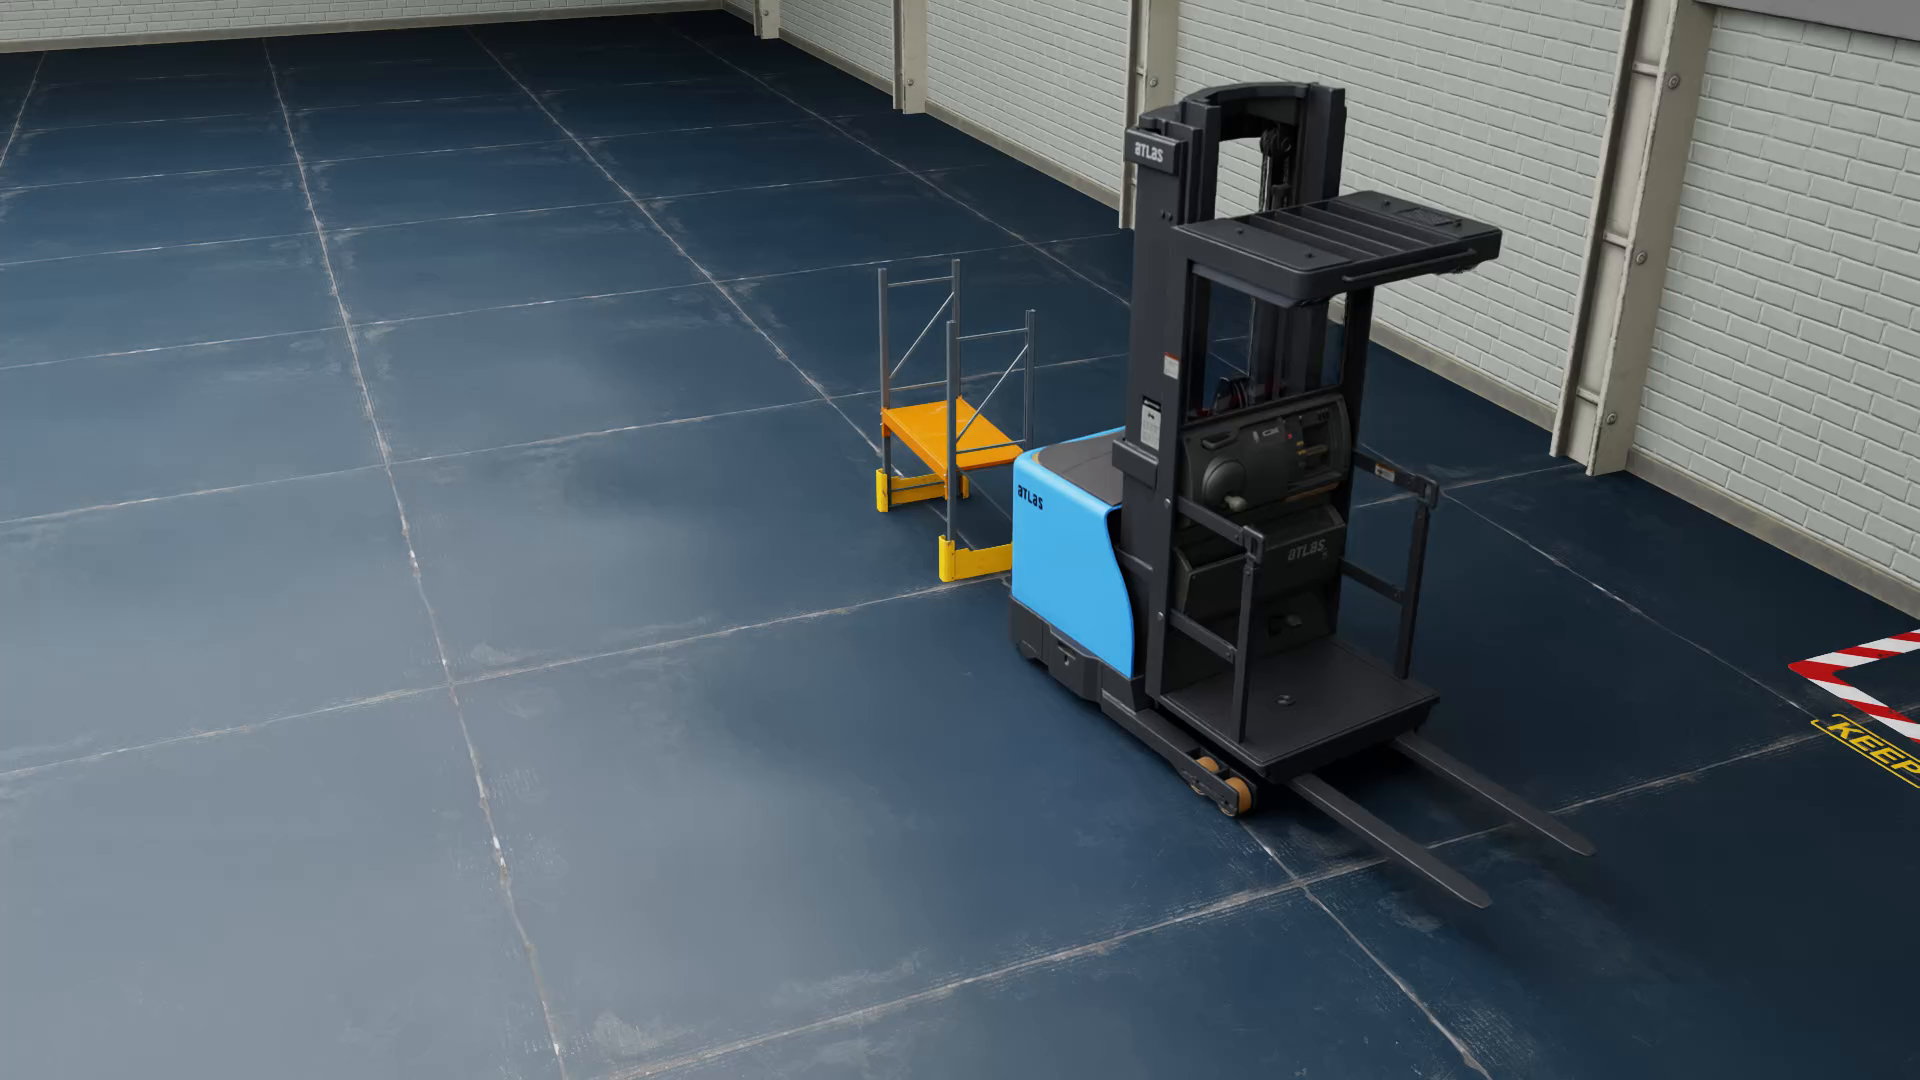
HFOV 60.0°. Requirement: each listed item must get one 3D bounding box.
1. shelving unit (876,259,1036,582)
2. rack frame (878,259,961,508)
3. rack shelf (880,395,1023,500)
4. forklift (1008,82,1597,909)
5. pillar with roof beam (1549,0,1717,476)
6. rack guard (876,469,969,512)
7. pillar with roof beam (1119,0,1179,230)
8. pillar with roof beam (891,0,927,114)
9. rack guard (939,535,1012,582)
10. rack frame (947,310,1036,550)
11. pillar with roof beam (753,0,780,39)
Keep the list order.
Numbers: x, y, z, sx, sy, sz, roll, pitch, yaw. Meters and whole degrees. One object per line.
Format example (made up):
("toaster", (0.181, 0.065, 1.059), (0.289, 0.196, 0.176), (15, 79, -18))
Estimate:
("shelving unit", (-0.030, -0.705, 9.484), (0.587, 1.500, 1.083), (-11, 28, -21))
("rack frame", (-0.232, -0.914, 9.912), (0.500, 1.500, 0.032), (-11, 28, -21))
("rack shelf", (-0.033, -0.547, 9.570), (0.538, 0.185, 1.000), (-11, 28, -21))
("forklift", (1.465, -0.345, 7.117), (1.130, 2.935, 3.031), (-16, 30, -29))
("pillar with roof beam", (0.119, -3.815, 7.308), (9.100, 9.000, 0.400), (-11, 28, -21))
("rack guard", (-0.225, -0.344, 10.170), (0.587, 0.250, 0.087), (-11, 28, -21))
("pillar with roof beam", (-2.231, -6.238, 12.269), (9.100, 9.000, 0.400), (-11, 28, -21))
("pillar with roof beam", (-4.581, -8.660, 17.230), (9.100, 9.000, 0.400), (-11, 28, -21))
("rack guard", (0.165, 0.058, 9.346), (0.587, 0.250, 0.087), (-11, 28, -21))
("rack frame", (0.166, -0.503, 9.071), (0.500, 1.500, 0.032), (-11, 28, -21))
("pillar with roof beam", (-6.930, -11.082, 22.191), (9.100, 9.000, 0.400), (-11, 28, -21))
